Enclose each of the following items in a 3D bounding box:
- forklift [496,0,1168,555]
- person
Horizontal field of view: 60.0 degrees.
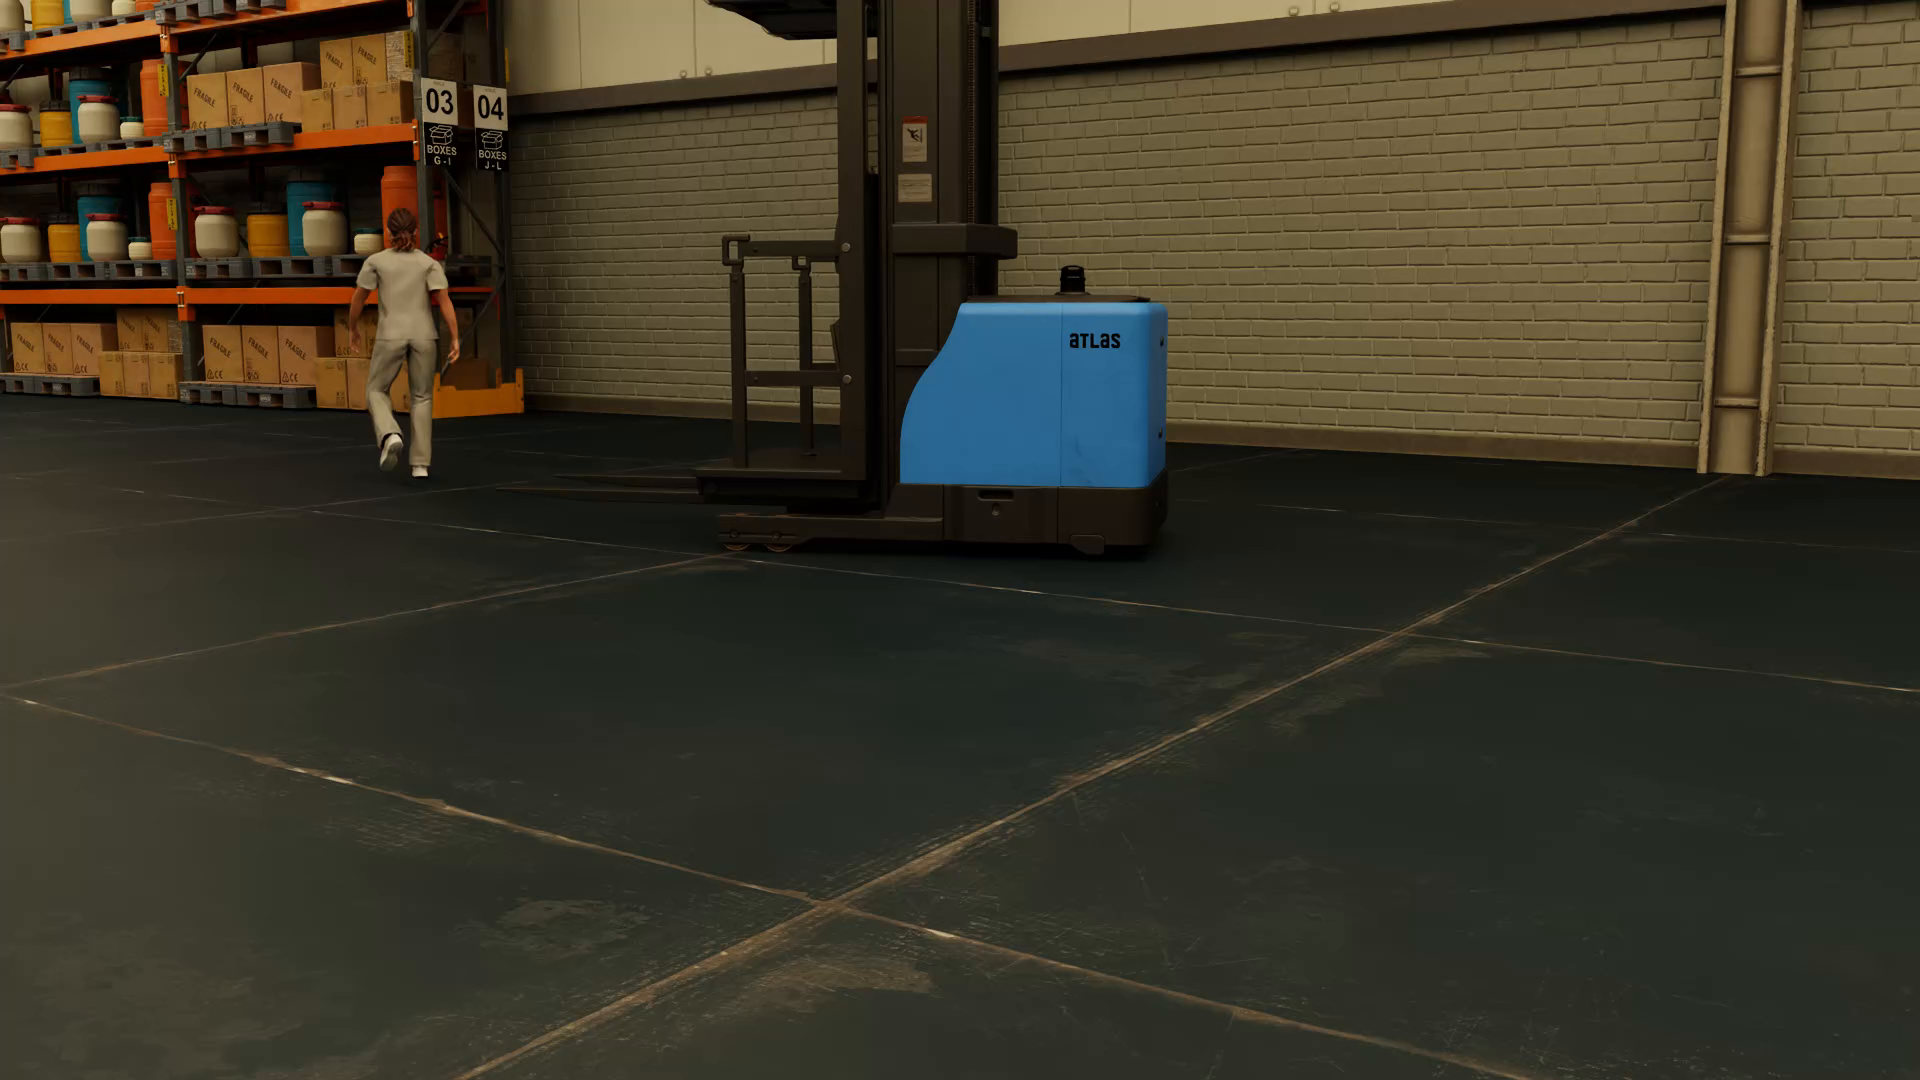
[{"bbox_3d":[-0.596,-1.469,7.520,3.031,2.935,1.130,2,8,12],"label":"forklift"},{"bbox_3d":[-3.412,-1.206,10.221,0.629,1.656,0.490,-3,9,-23],"label":"person"}]
